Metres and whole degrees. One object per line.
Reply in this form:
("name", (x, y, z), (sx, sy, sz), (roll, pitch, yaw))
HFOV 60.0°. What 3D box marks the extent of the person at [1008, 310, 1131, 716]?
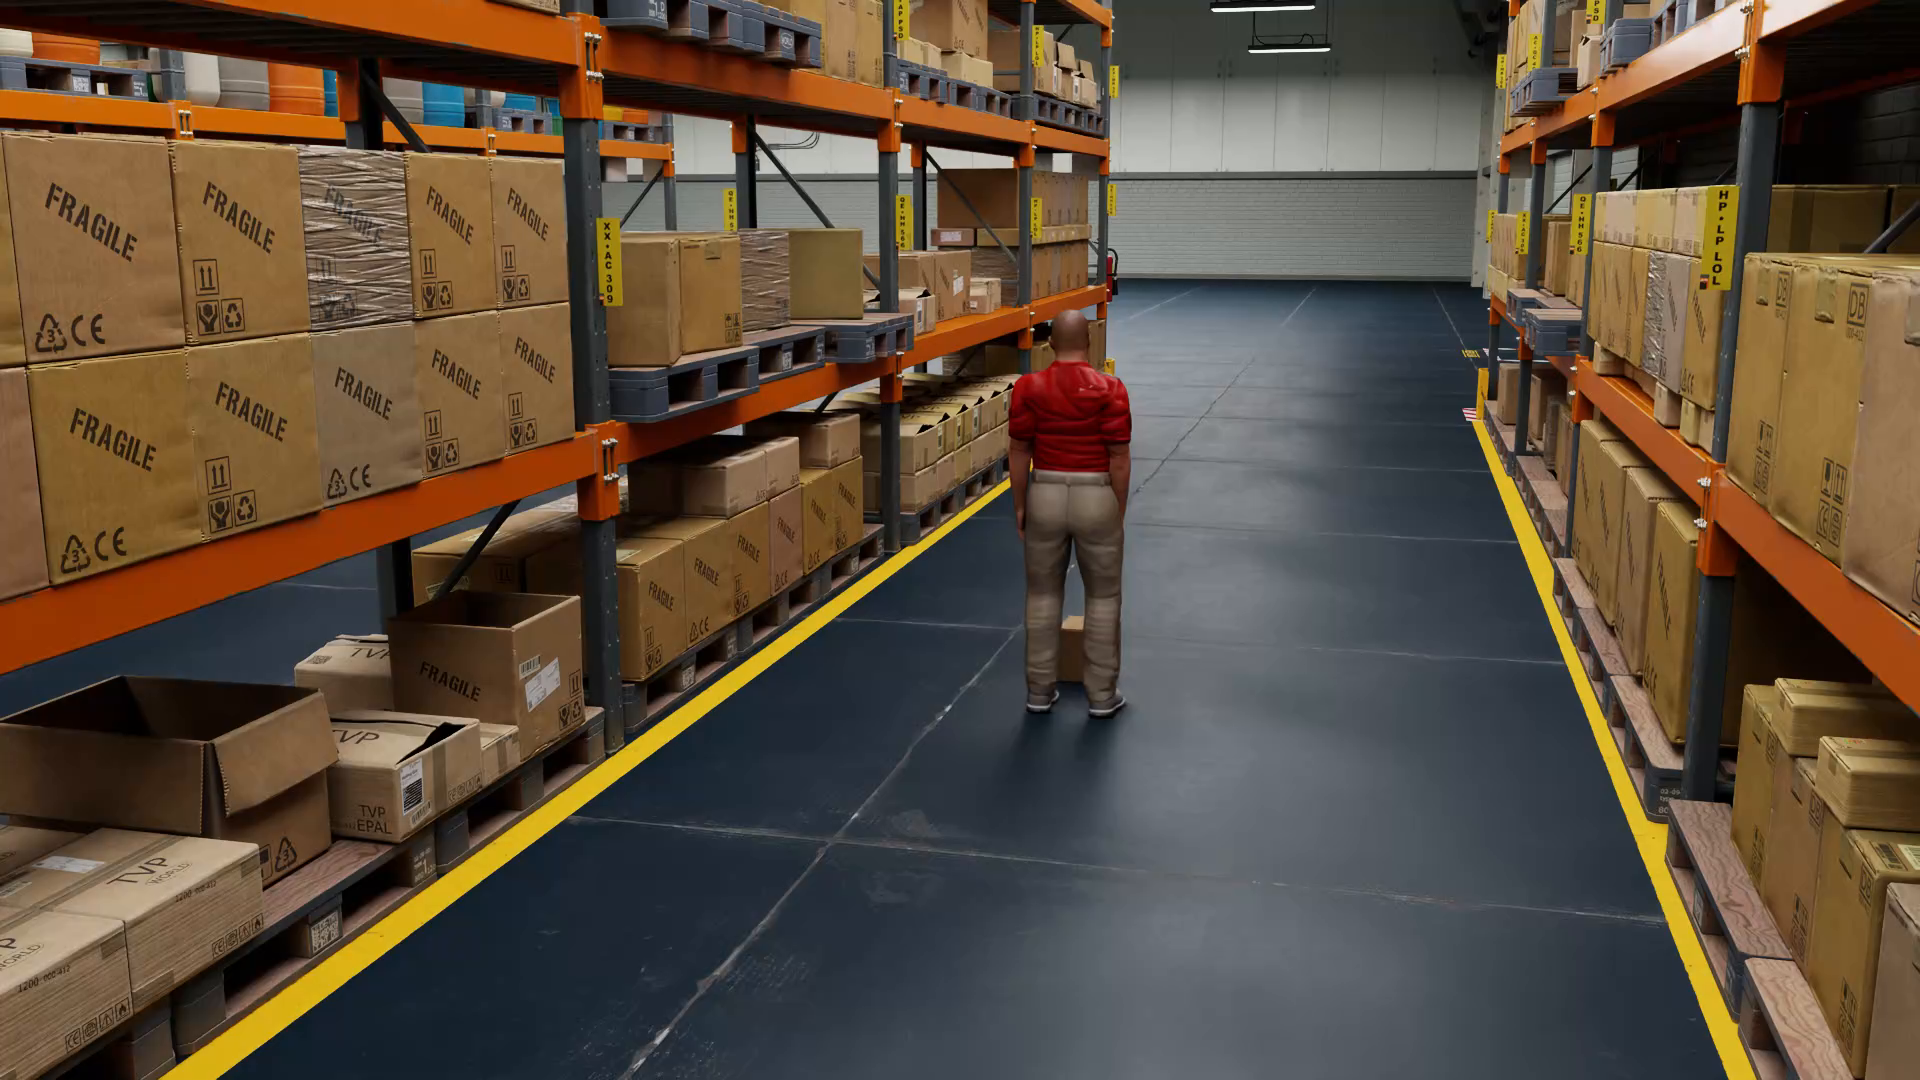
("person", (0.473, -0.119, 7.098), (0.526, 1.723, 0.361), (3, 12, 15))
